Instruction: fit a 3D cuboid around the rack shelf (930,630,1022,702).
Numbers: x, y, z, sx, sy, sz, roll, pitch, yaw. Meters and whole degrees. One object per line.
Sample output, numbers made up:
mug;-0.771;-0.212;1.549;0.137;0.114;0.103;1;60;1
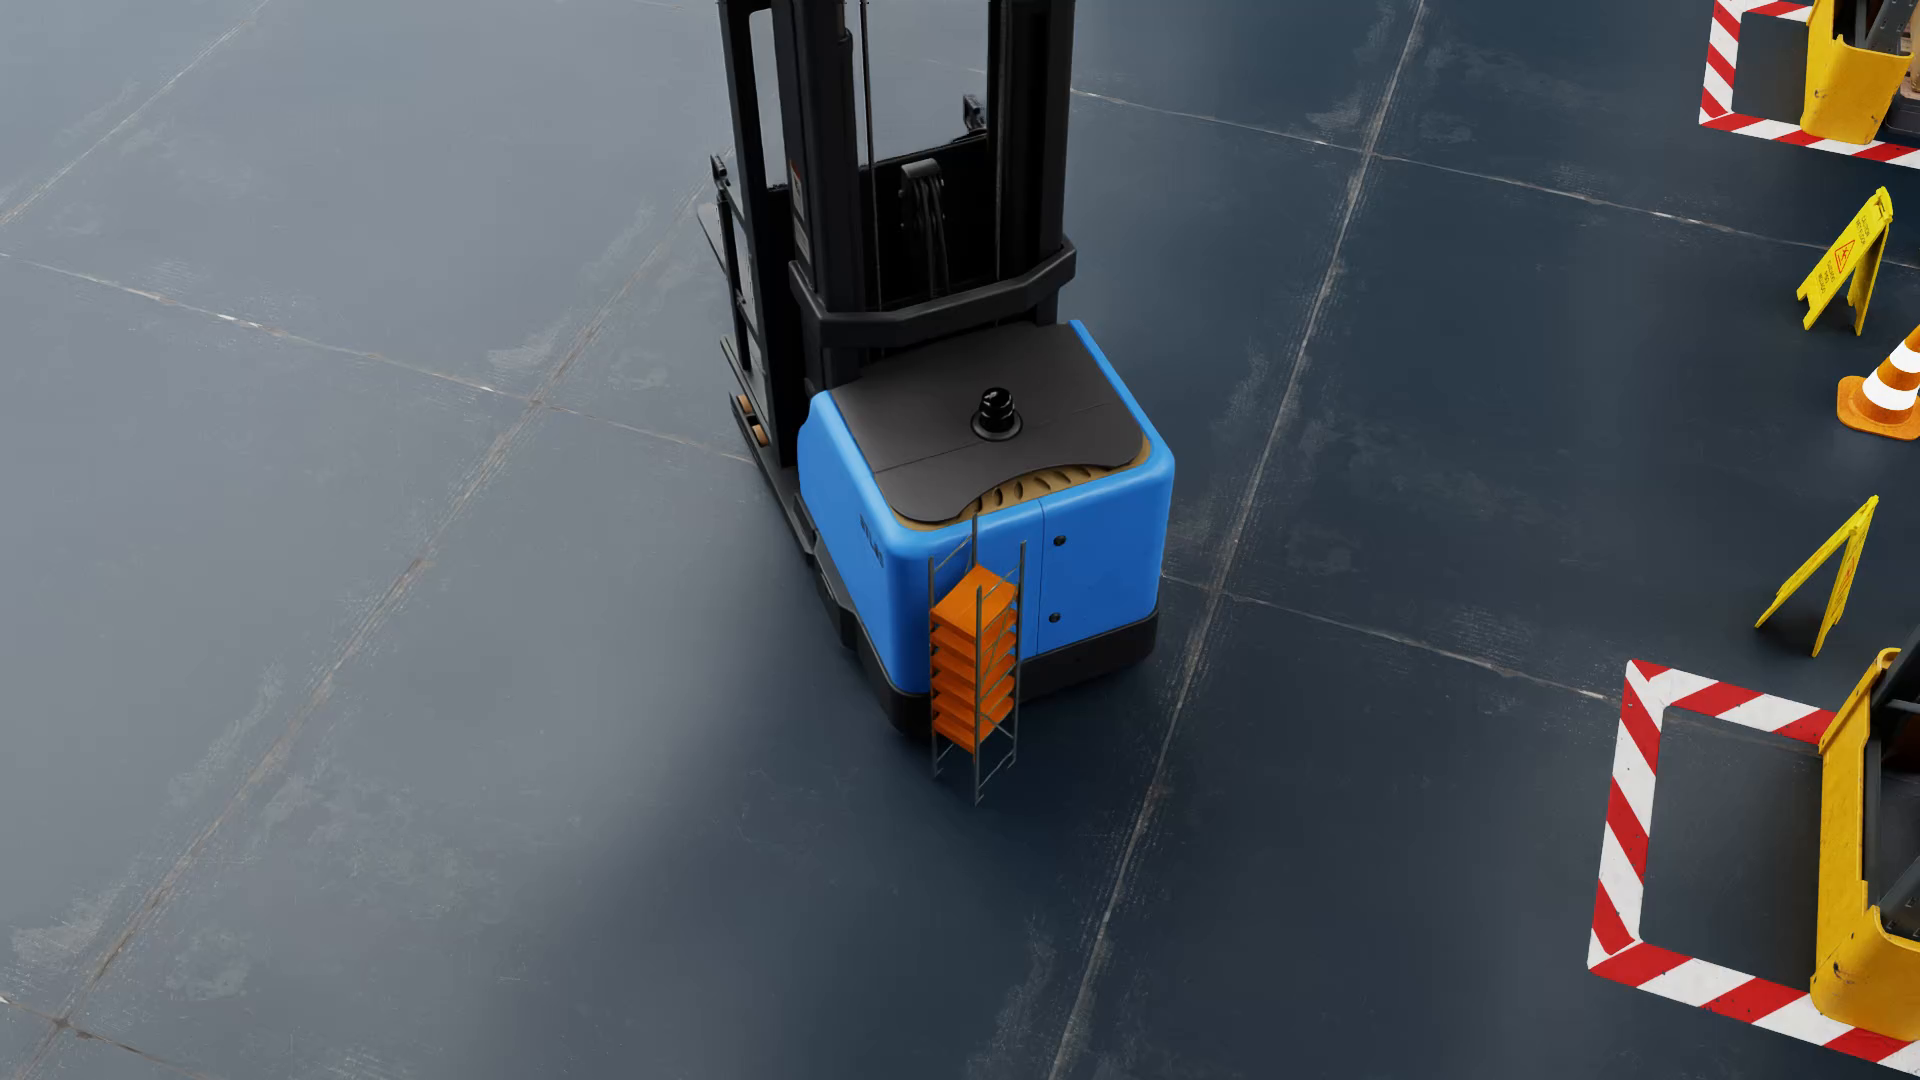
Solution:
rack shelf;0.052;0.373;5.399;0.180;0.103;0.258;30;56;24

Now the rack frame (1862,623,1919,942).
rack frame;3.007;0.136;4.514;0.127;3.000;1.000;16;51;13

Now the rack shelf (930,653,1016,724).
rack shelf;0.052;0.452;5.490;0.180;0.103;0.258;30;56;24

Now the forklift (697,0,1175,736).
forklift;-0.313;-1.397;5.888;1.130;2.935;3.031;-18;51;-15

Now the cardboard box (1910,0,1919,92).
cardboard box;5.286;-2.710;8.108;0.875;0.875;0.875;16;51;13

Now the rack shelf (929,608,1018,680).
rack shelf;0.052;0.294;5.309;0.180;0.103;0.258;30;56;24

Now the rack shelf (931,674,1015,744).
rack shelf;0.052;0.530;5.581;0.180;0.103;0.258;30;56;24

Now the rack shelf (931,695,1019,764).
rack shelf;0.052;0.609;5.671;0.180;0.103;0.258;30;56;24

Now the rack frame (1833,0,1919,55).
rack frame;4.627;-3.399;7.578;0.127;3.000;1.000;16;51;13

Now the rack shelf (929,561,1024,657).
rack shelf;0.052;0.216;5.218;0.180;0.103;0.258;30;56;24

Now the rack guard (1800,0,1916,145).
rack guard;4.605;-2.587;8.528;0.348;0.500;1.175;16;51;13

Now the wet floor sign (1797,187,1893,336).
wet floor sign;3.914;-1.232;7.257;0.232;0.644;0.267;8;50;7

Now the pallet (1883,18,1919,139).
pallet;5.404;-2.332;8.498;1.213;0.211;1.003;16;51;13

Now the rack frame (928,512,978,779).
rack frame;-0.021;0.380;5.493;0.006;1.200;0.240;30;56;24

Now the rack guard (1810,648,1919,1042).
rack guard;3.078;0.975;5.441;0.348;0.500;1.175;16;51;13

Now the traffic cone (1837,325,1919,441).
traffic cone;3.923;-0.711;6.926;0.334;0.463;0.336;16;51;13

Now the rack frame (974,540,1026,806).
rack frame;0.124;0.465;5.420;0.006;1.200;0.240;30;56;24

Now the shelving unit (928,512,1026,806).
shelving unit;0.052;0.423;5.456;0.189;1.200;0.258;30;56;24

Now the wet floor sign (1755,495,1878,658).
wet floor sign;3.199;0.099;6.104;0.232;0.644;0.267;33;57;25
